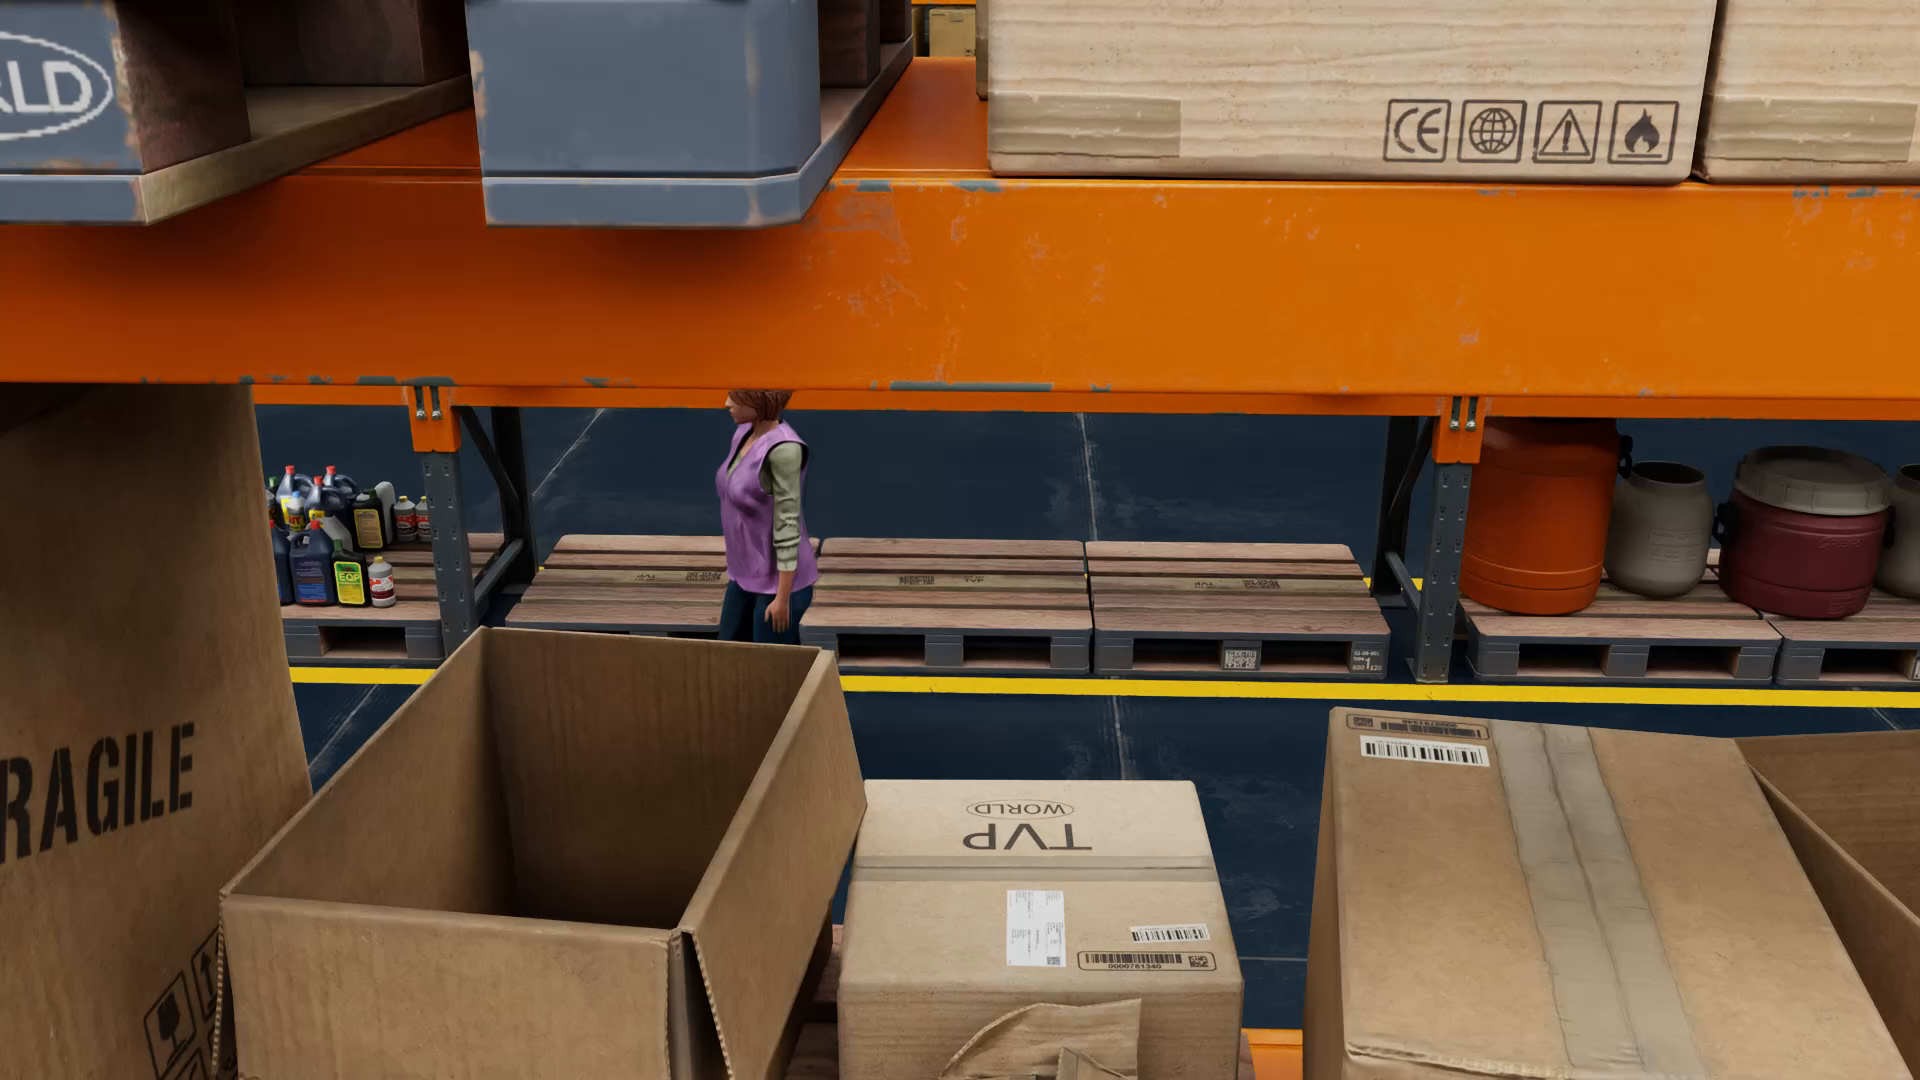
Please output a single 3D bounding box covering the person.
[{"bbox_3d":[-0.627,0.138,5.730,0.504,1.592,0.429,-12,24,-29],"label":"person"}]
